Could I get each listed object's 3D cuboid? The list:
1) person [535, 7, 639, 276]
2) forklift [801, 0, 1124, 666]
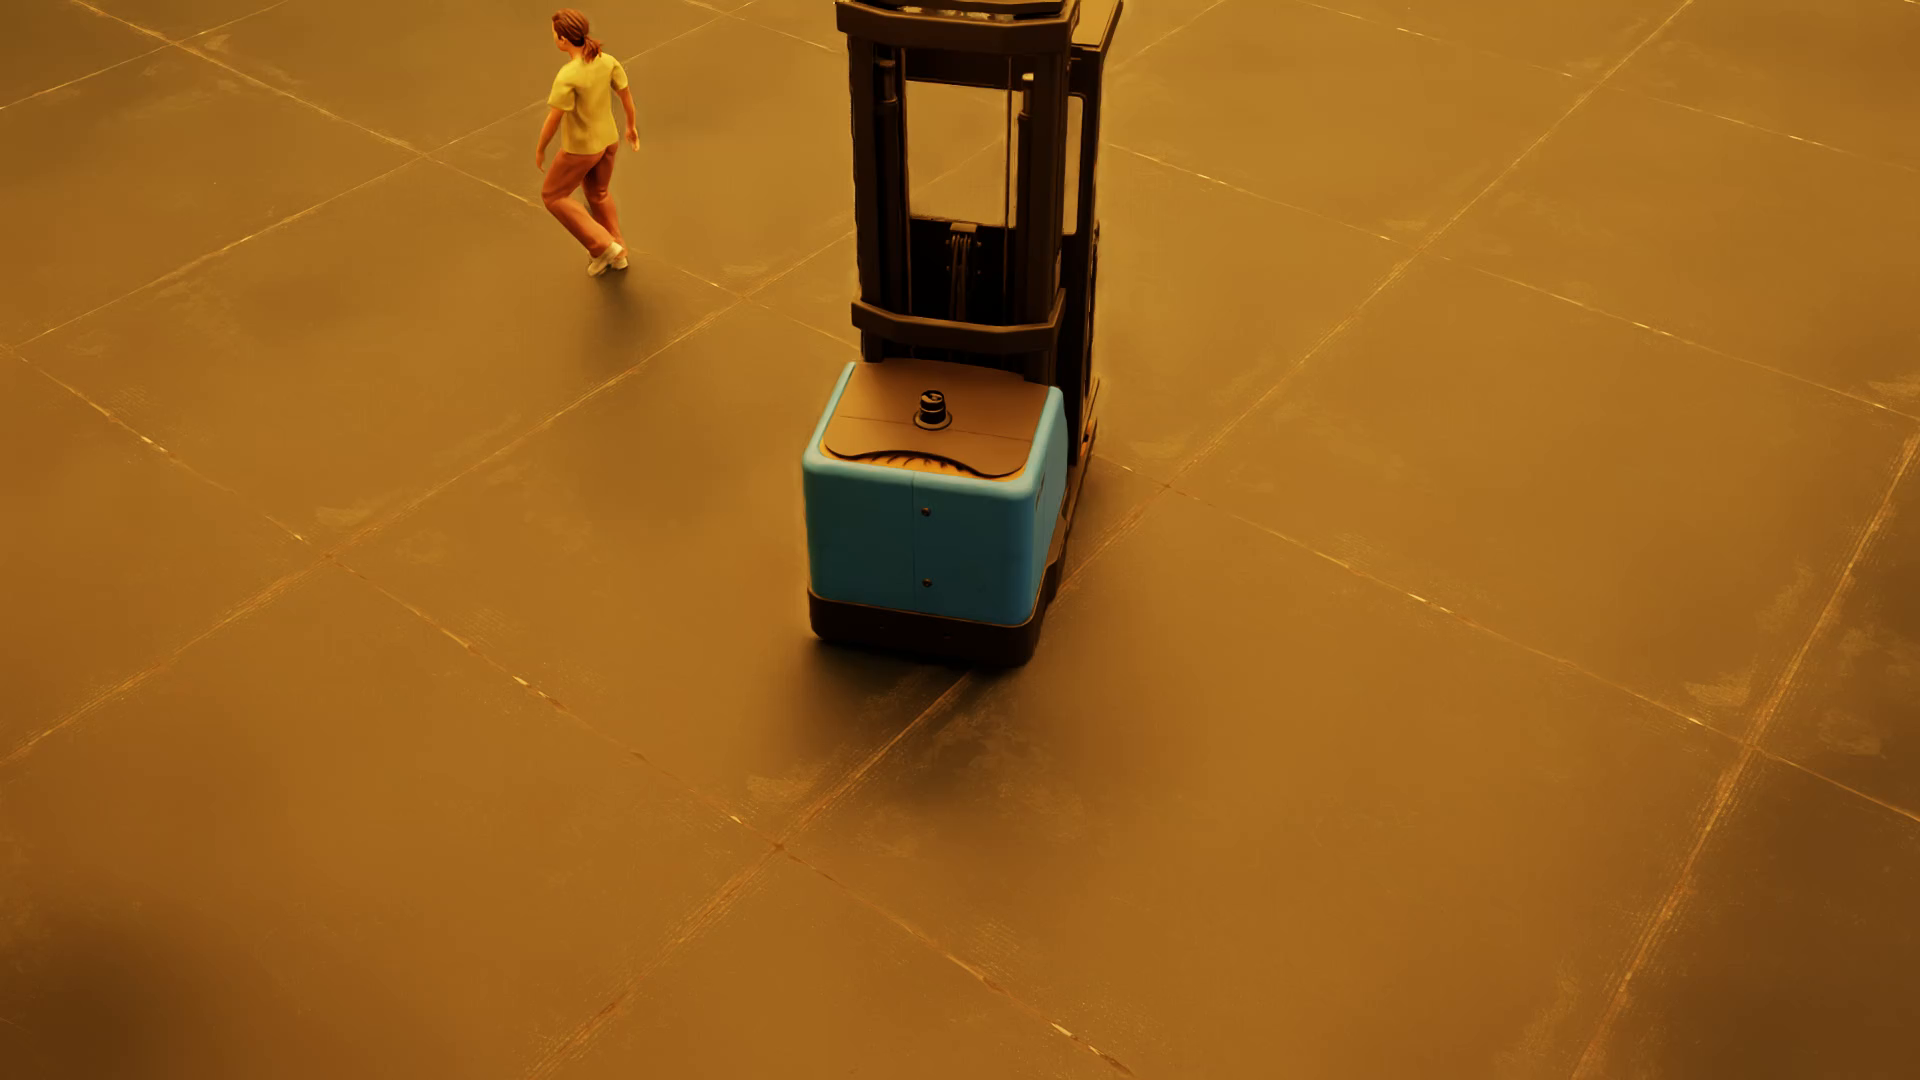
[{"bbox_3d":[-2.197,-2.319,9.780,0.478,1.655,0.635,20,44,22],"label":"person"},{"bbox_3d":[0.116,-1.509,7.844,1.130,2.935,3.031,8,41,9],"label":"forklift"}]
